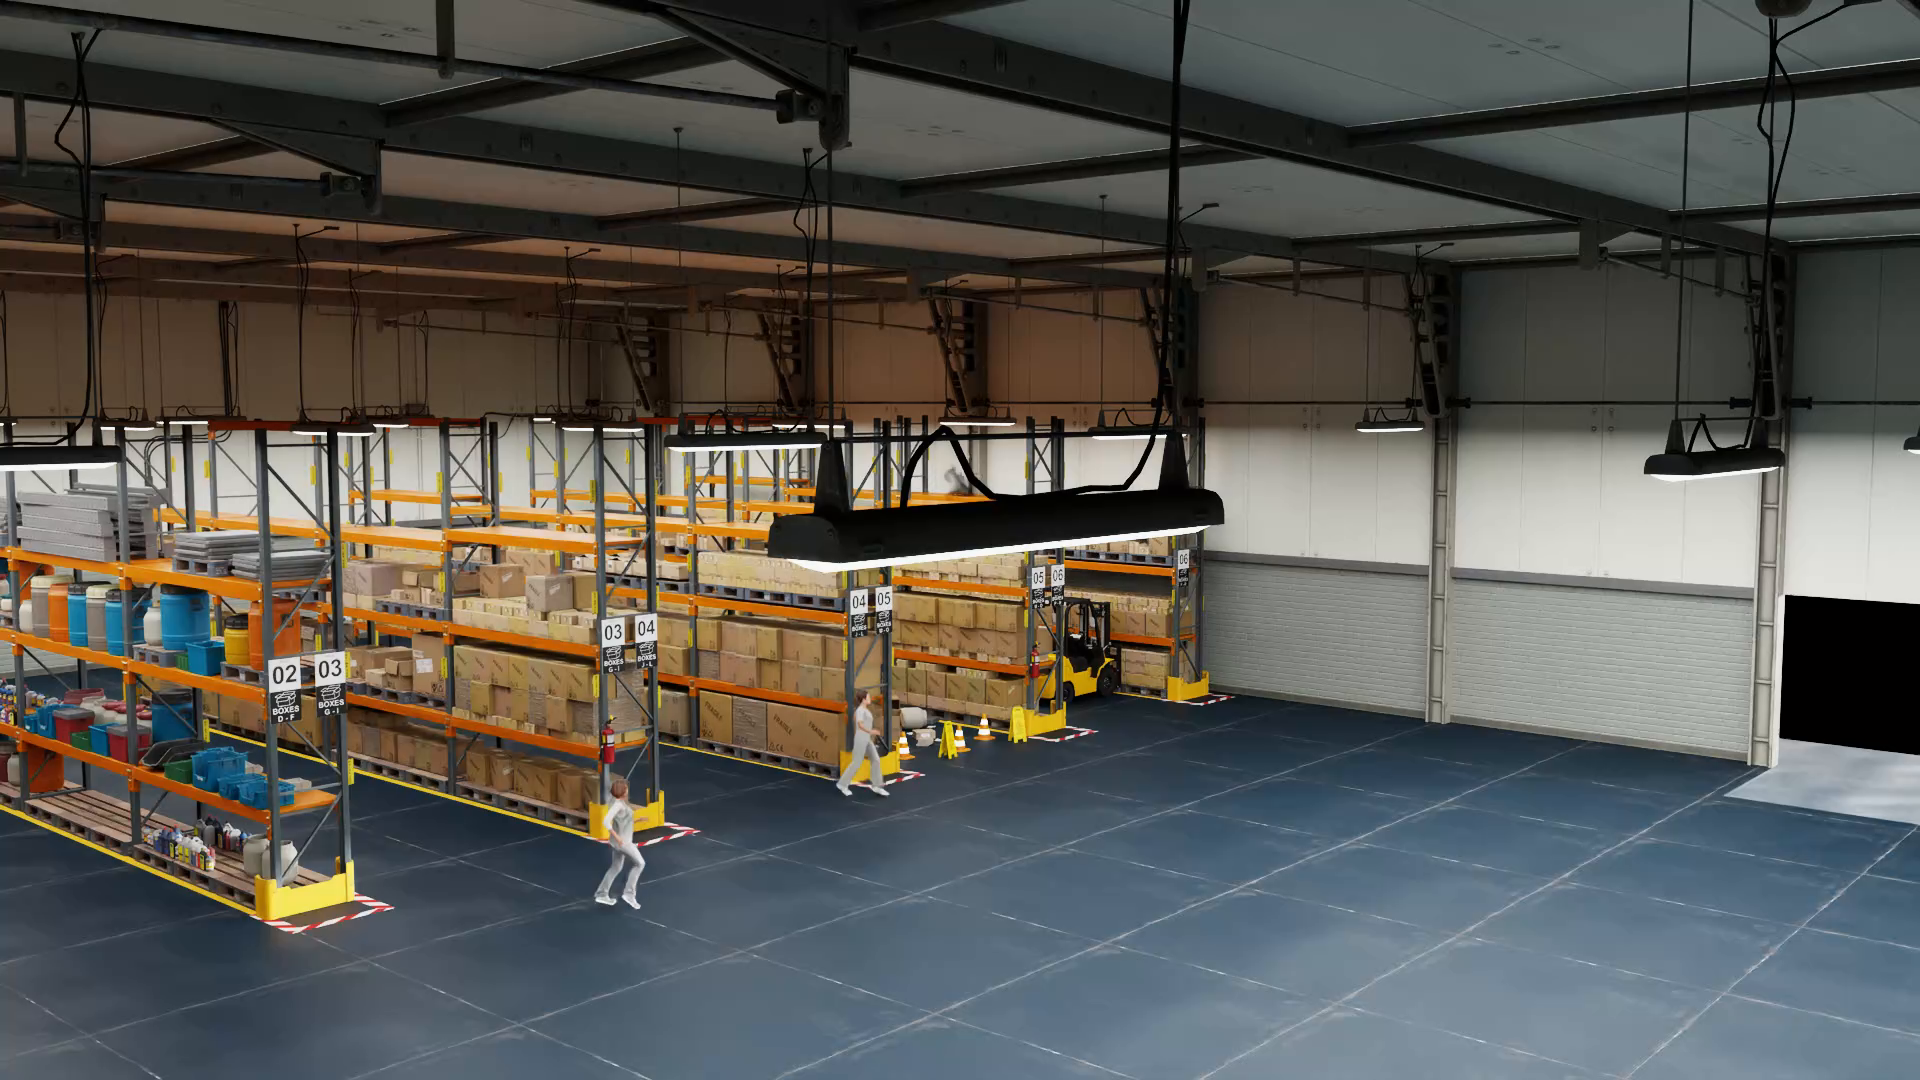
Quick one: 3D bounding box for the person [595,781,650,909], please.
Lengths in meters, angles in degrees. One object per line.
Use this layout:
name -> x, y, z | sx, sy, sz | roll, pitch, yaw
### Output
person -> -4.217, 3.805, 20.758 | 0.693, 1.623, 0.509 | -2, 5, -20

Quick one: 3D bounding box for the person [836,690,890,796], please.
person -> -1.544, 3.257, 26.768 | 0.859, 1.689, 0.607 | 1, 5, 7

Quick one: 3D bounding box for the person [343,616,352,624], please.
person -> -14.533, 2.290, 39.049 | 0.660, 1.605, 0.507 | 2, 5, 28
